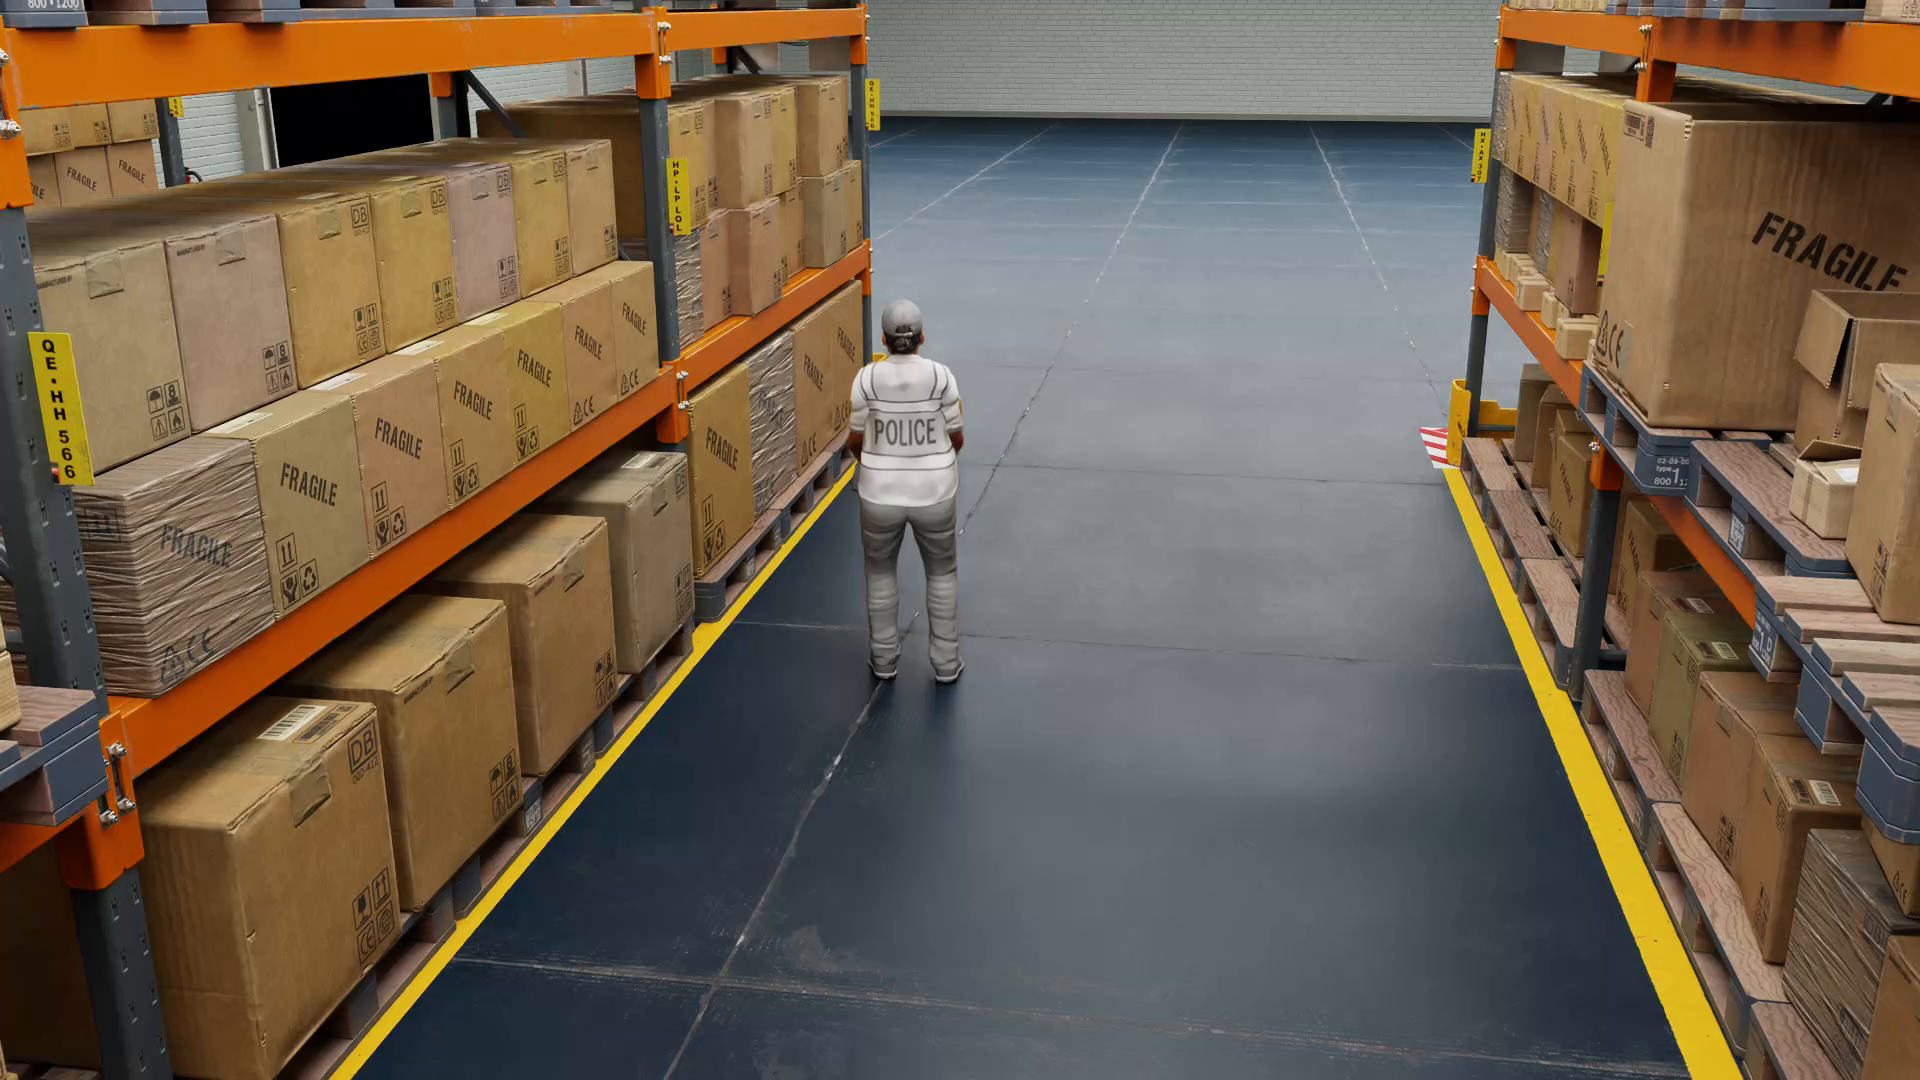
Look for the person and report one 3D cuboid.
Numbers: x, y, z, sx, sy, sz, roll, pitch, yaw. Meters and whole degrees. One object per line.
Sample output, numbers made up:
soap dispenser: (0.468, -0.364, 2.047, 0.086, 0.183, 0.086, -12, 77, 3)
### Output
person: (-0.228, -0.199, 7.149, 0.497, 1.671, 0.478, -1, 18, -2)
